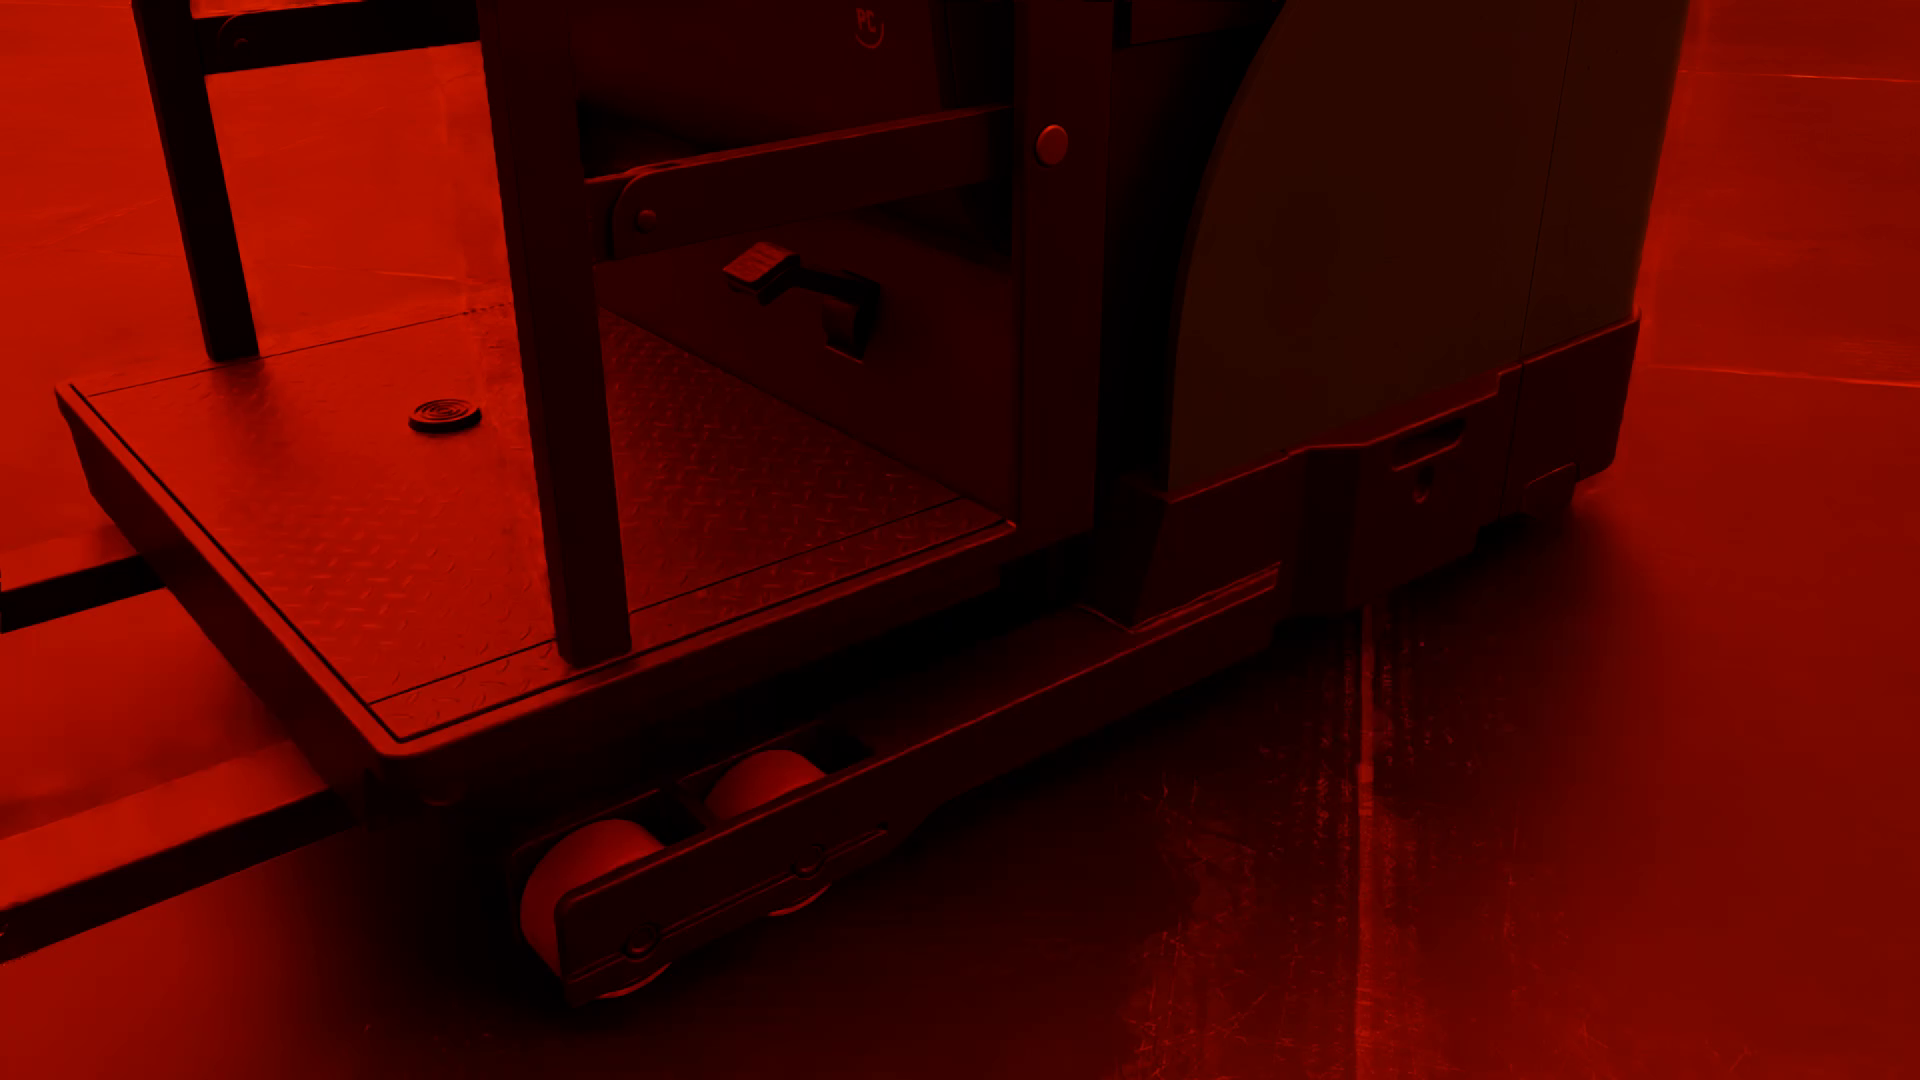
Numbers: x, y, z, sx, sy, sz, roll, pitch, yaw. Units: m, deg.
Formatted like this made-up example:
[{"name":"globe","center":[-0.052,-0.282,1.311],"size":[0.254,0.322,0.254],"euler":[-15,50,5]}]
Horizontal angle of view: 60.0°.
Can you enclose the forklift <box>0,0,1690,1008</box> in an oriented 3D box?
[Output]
[{"name":"forklift","center":[-0.436,-1.133,1.492],"size":[3.031,2.935,1.130],"euler":[-20,33,-34]}]
